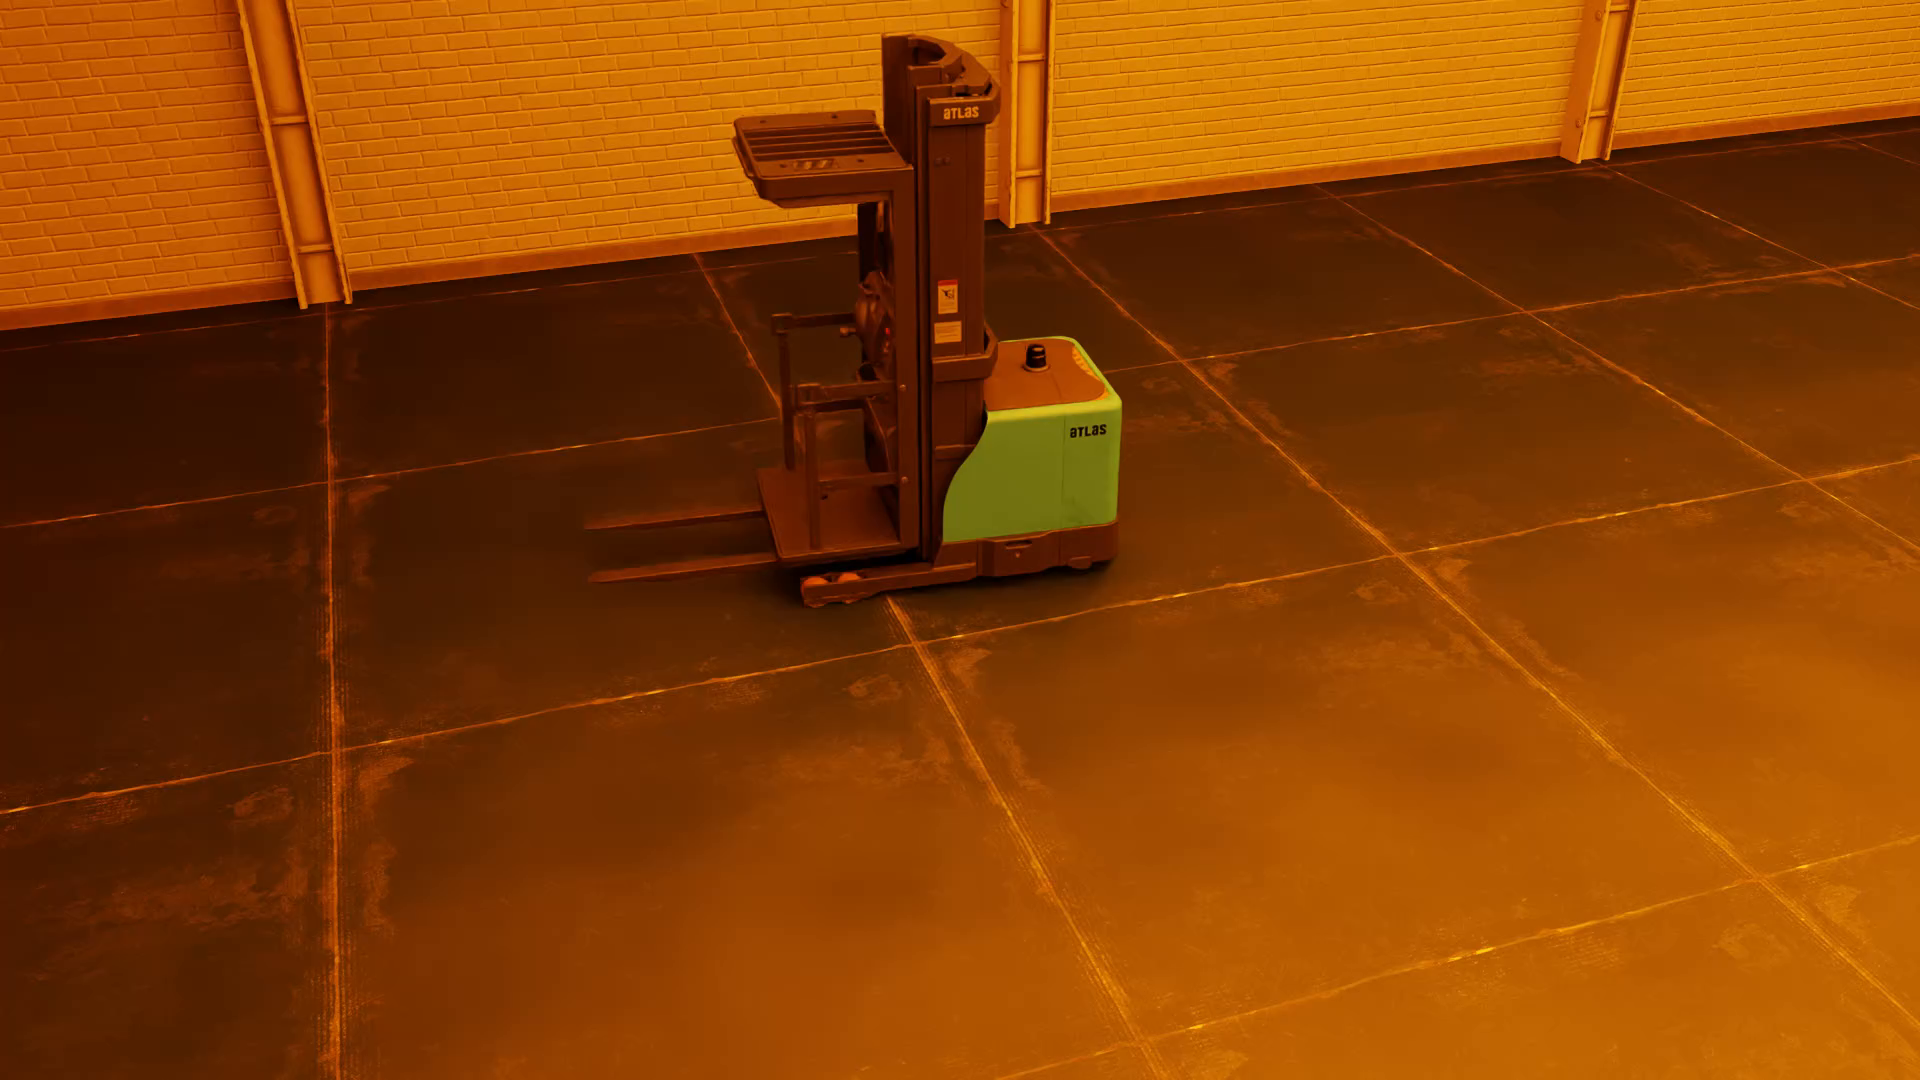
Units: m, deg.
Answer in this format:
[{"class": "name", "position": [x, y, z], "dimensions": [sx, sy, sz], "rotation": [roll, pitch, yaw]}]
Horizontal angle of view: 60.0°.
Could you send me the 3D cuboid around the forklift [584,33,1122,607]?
[{"class": "forklift", "position": [-0.654, -1.181, 9.140], "dimensions": [3.031, 2.935, 1.130], "rotation": [-7, 31, -11]}]
